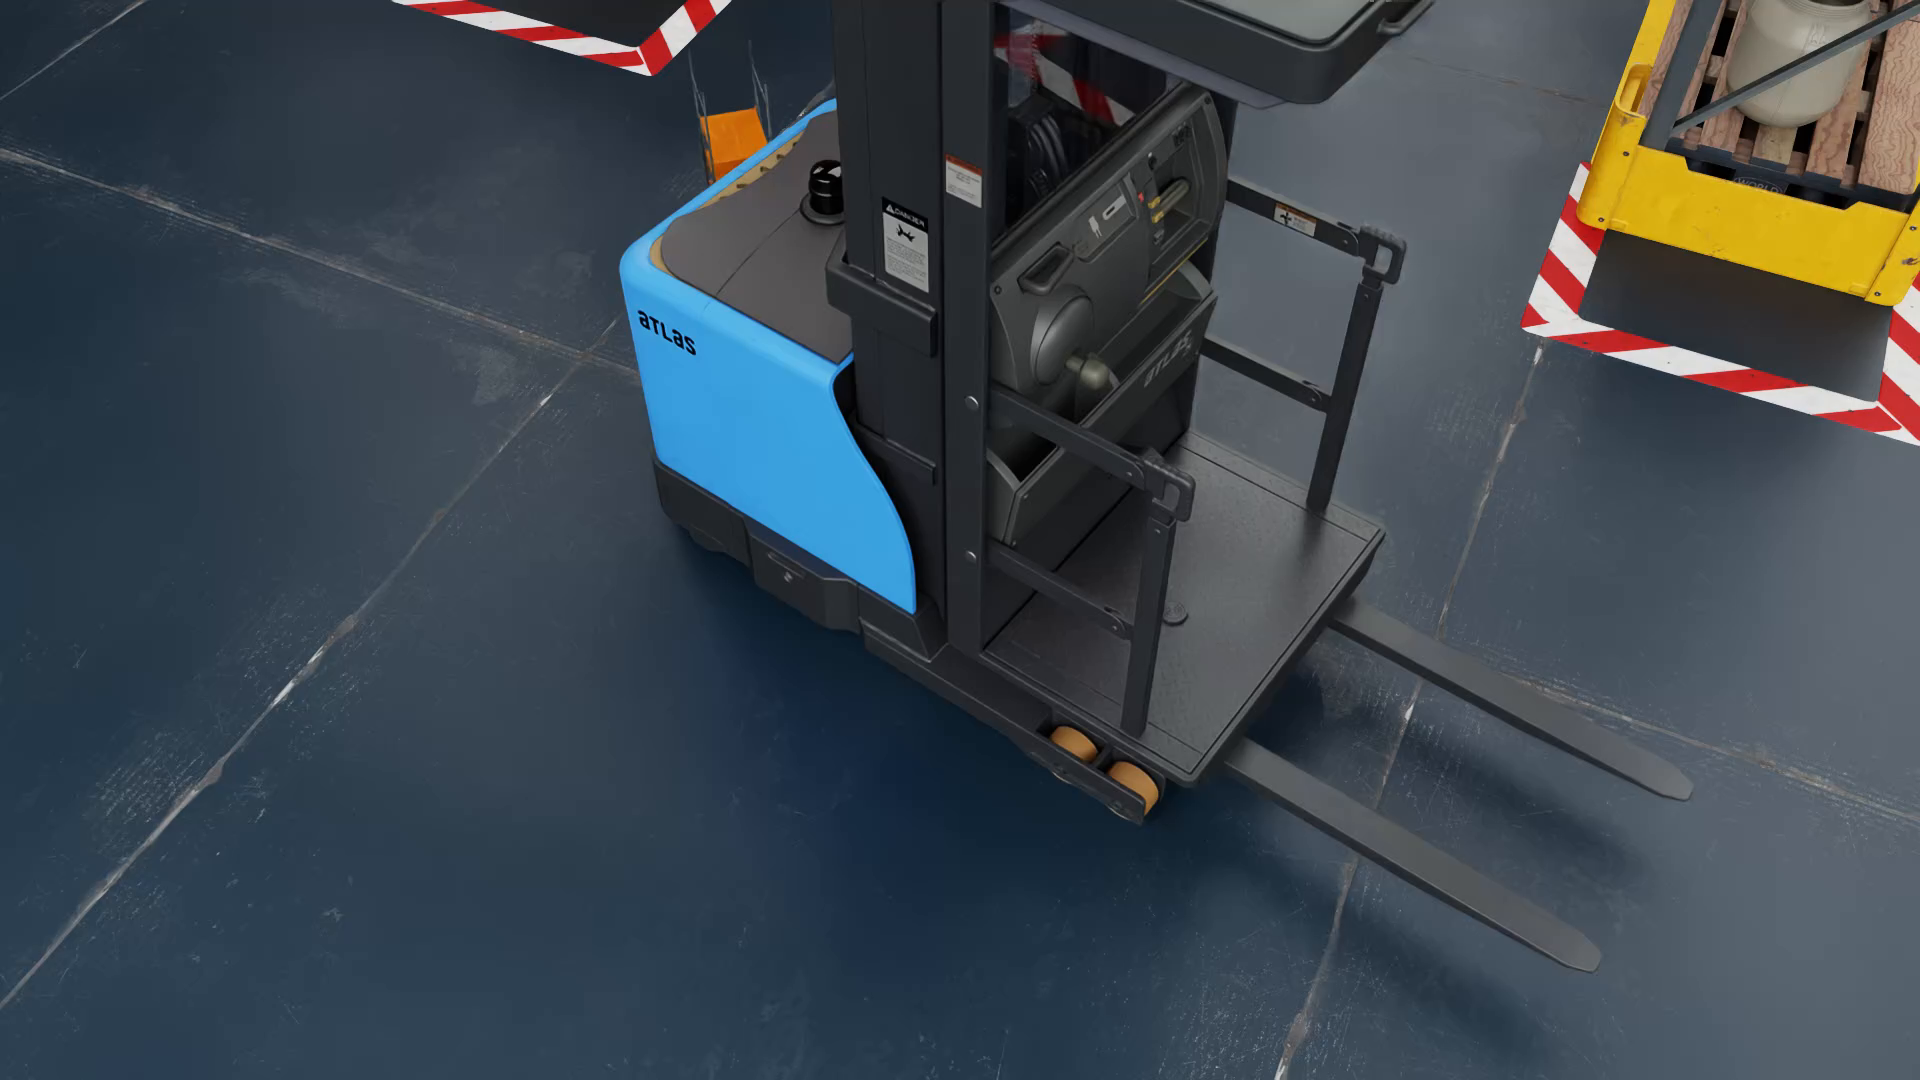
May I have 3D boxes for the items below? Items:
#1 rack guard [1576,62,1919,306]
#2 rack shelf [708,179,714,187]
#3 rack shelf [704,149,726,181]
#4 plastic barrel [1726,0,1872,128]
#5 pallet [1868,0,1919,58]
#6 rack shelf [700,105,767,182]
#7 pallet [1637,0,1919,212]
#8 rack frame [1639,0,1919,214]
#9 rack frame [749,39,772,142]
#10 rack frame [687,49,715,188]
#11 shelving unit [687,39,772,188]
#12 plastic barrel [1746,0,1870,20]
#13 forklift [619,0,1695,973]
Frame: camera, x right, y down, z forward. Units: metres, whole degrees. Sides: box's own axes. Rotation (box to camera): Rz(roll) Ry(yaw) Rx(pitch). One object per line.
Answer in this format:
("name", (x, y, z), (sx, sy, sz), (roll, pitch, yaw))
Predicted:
("rack guard", (2.913, -1.294, 6.023), (1.175, 0.500, 0.348), (20, 52, 16))
("rack shelf", (-0.681, -1.040, 5.248), (0.180, 0.103, 0.258), (-12, 51, -10))
("rack shelf", (-0.681, -1.117, 5.156), (0.180, 0.103, 0.258), (-12, 51, -10))
("plastic barrel", (3.135, -1.844, 6.208), (0.421, 0.512, 0.421), (0, 50, 0))
("pallet", (3.787, -2.595, 7.320), (1.003, 0.211, 1.213), (20, 52, 16))
("rack shelf", (-0.681, -1.195, 5.065), (0.180, 0.103, 0.258), (-12, 51, -10))
("pallet", (3.265, -1.758, 6.607), (1.003, 0.211, 1.213), (20, 52, 16))
("rack frame", (2.923, -2.036, 5.013), (1.000, 3.000, 0.127), (20, 52, 16))
("rack frame", (-0.593, -1.010, 5.322), (0.006, 1.200, 0.240), (-12, 51, -10))
("rack frame", (-0.768, -0.971, 5.289), (0.006, 1.200, 0.240), (-12, 51, -10))
("shelving unit", (-0.681, -0.991, 5.305), (0.189, 1.200, 0.258), (-12, 51, -10))
("plastic barrel", (3.349, -2.189, 6.501), (0.421, 0.512, 0.421), (0, 50, 0))
("forklift", (0.537, -0.643, 3.872), (3.031, 2.935, 1.130), (30, 56, 23))
